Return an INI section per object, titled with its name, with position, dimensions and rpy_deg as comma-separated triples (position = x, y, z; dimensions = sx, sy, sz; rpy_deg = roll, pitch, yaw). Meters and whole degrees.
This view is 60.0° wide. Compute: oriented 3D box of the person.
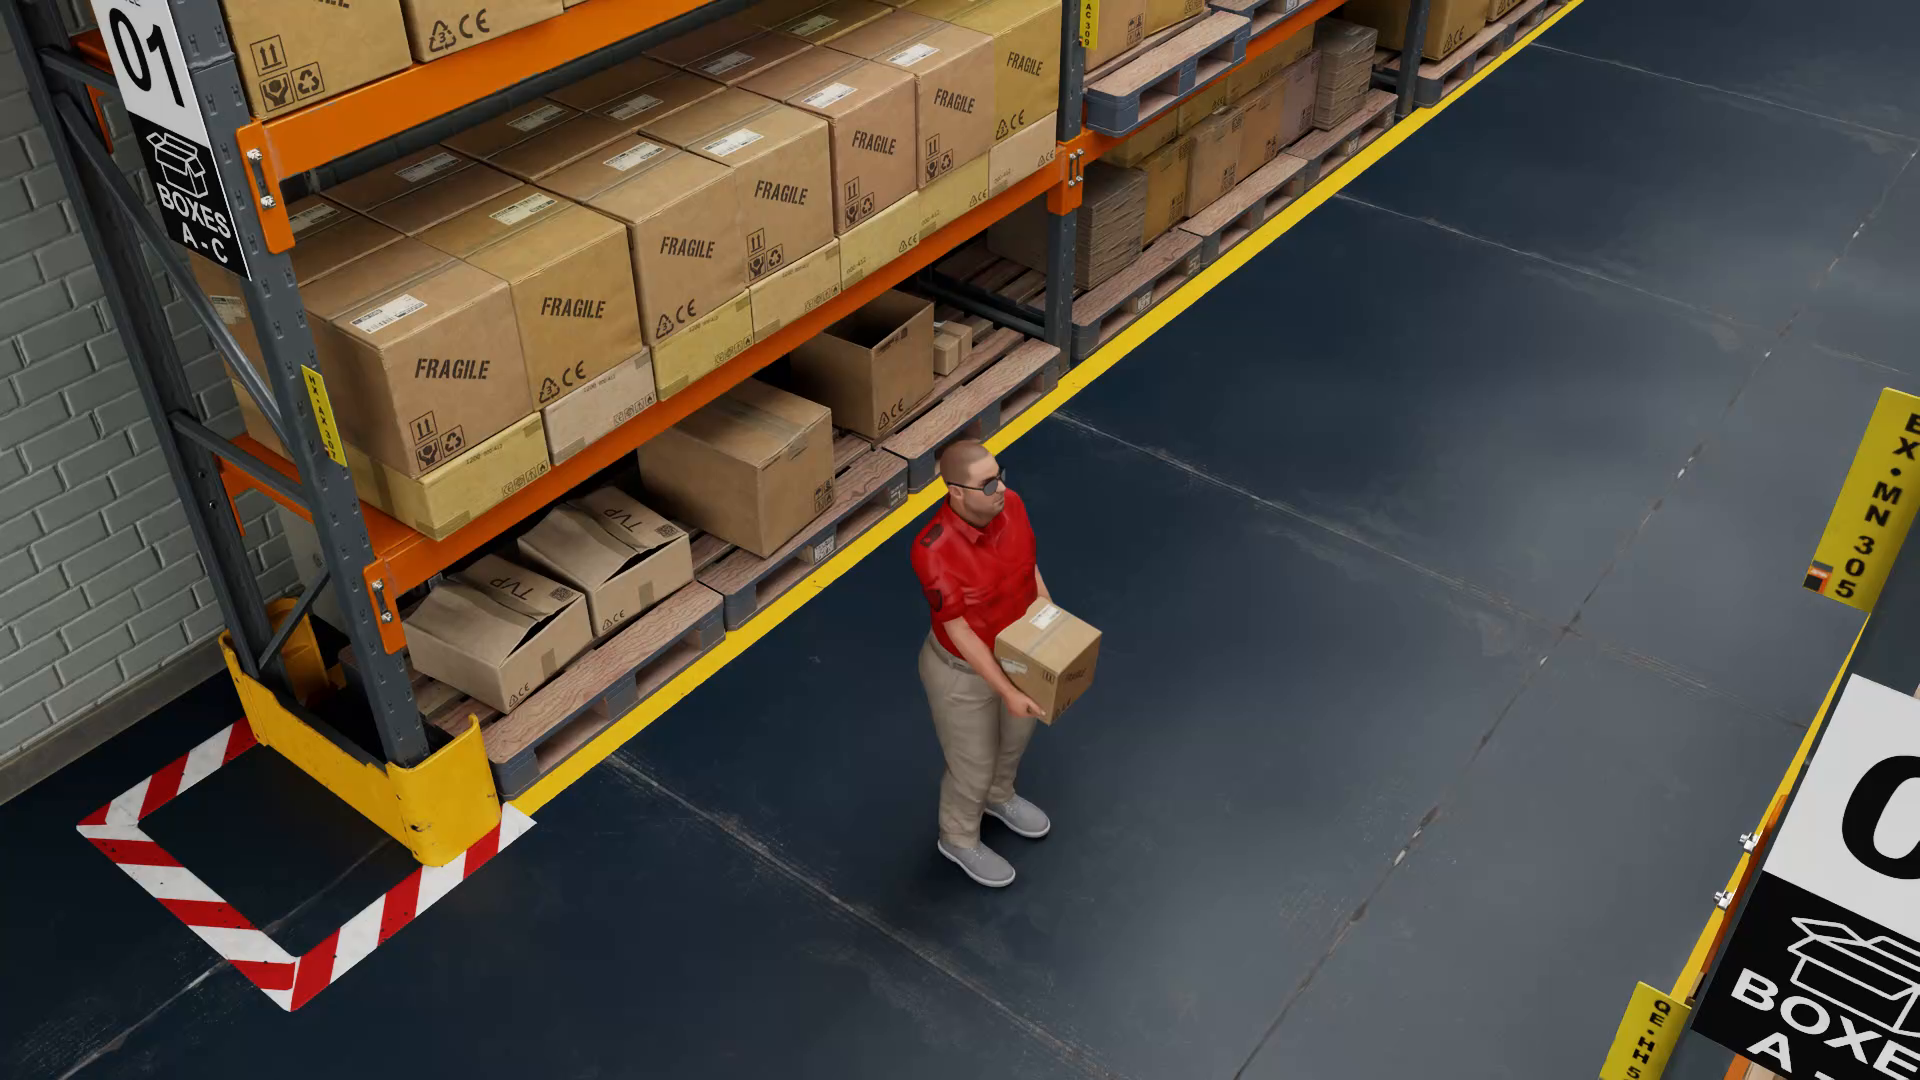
[person]
position = 0.151, 0.443, 5.621
dimensions = 0.536, 1.713, 0.494
rpy_deg = 26, 45, 28
